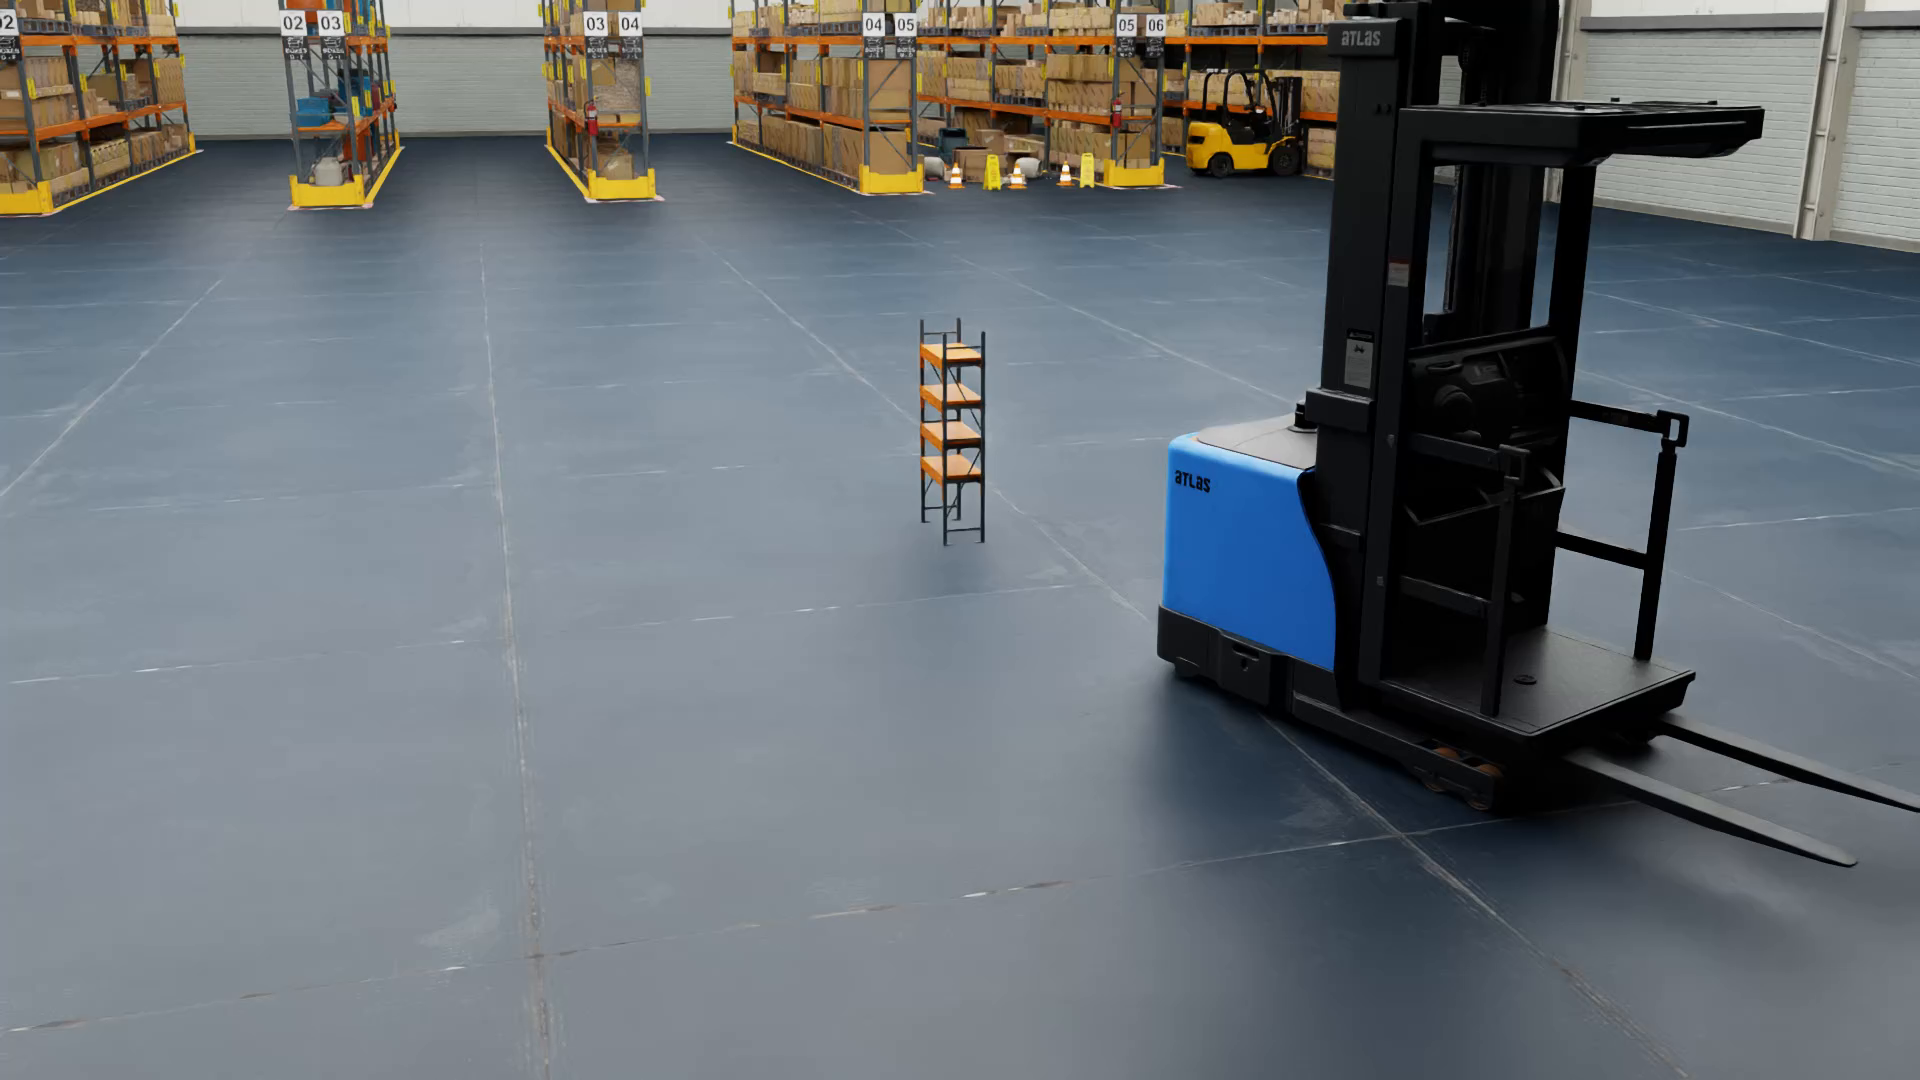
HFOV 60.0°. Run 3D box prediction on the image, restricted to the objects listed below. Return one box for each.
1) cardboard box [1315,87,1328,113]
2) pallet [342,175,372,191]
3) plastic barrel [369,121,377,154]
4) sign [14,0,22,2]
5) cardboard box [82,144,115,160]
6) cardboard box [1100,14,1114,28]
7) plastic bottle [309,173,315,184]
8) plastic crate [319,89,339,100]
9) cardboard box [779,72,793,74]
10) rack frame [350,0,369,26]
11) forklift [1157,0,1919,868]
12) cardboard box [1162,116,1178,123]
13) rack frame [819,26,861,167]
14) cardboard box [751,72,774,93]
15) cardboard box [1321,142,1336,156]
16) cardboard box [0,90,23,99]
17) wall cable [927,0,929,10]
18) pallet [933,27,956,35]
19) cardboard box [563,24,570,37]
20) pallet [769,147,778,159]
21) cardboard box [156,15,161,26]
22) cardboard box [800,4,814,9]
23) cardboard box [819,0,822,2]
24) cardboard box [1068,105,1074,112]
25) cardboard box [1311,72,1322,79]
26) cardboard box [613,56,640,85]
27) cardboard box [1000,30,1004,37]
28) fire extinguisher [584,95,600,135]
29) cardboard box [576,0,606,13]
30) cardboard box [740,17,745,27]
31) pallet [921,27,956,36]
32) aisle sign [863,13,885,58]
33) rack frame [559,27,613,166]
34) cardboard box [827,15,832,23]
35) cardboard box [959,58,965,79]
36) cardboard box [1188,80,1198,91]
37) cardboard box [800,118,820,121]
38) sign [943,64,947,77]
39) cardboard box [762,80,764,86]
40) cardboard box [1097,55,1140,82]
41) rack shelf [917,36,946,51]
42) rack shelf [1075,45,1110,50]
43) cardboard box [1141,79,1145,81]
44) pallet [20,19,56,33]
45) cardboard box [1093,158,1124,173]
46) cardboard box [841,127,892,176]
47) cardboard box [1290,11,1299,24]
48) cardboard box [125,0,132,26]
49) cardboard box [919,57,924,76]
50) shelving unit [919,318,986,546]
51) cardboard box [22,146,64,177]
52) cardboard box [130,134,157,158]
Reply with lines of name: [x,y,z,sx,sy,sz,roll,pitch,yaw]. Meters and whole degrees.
cardboard box: [7.686,-9.106,34.380,0.500,0.500,0.500,-4,17,-14]
pallet: [-11.810,-6.812,31.763,1.003,0.211,1.213,-5,17,-15]
plastic barrel: [-13.825,-9.398,38.442,0.600,0.901,0.708,-5,17,-15]
sign: [-15.083,-8.775,26.580,0.100,0.325,0.005,-5,17,-15]
cardboard box: [-17.016,-7.658,32.807,0.500,0.311,0.500,-4,17,-14]
cardboard box: [3.036,-10.033,32.168,0.500,0.250,0.500,-5,17,-16]
plastic bottle: [-11.781,-6.574,30.223,0.097,0.201,0.097,0,17,0]
plastic crate: [-12.904,-9.003,34.097,0.402,0.464,0.583,-5,17,-15]
cardboard box: [-4.296,-11.575,41.446,0.380,0.149,0.250,-4,17,-13]
rack frame: [-13.054,-12.316,34.812,1.000,3.000,0.127,-5,17,-15]
forklift: [2.170,-0.566,6.243,1.130,2.935,3.031,-12,21,-35]
cardboard box: [5.397,-10.738,42.473,0.380,0.149,0.250,-5,17,-16]
rack frame: [-2.395,-9.092,34.508,1.000,3.000,0.127,-5,17,-15]
cardboard box: [-4.998,-11.607,42.188,0.500,0.500,0.500,-5,17,-15]
cardboard box: [7.773,-8.032,34.159,0.500,0.250,0.500,-5,17,-16]
cardboard box: [-15.519,-7.324,27.318,0.380,0.149,0.250,-5,17,-16]
wall cable: [-2.072,-17.314,51.450,2.355,3.000,0.029,-5,17,-15]
pallet: [-0.077,-13.346,43.608,1.003,0.211,1.213,-5,17,-15]
cardboard box: [-8.116,-10.766,35.125,0.500,0.250,0.500,-4,17,-14]
pallet: [-4.040,-9.417,40.434,1.003,0.211,1.213,-5,17,-15]
cardboard box: [-19.077,-12.195,39.013,0.500,0.250,0.500,-5,17,-15]
cardboard box: [-3.482,-12.326,38.555,0.396,0.266,0.258,-5,17,-15]
cardboard box: [-2.622,-10.912,33.498,0.380,0.149,0.250,-5,17,-15]
cardboard box: [2.457,-8.924,34.385,0.380,0.149,0.250,-5,17,-15]
cardboard box: [7.535,-9.656,34.566,0.380,0.149,0.250,-4,17,-14]
cardboard box: [-5.982,-8.465,29.989,0.500,0.500,0.500,-5,17,-15]
cardboard box: [1.160,-11.834,38.857,0.380,0.149,0.250,-5,17,-15]
fire extinguisher: [-6.504,-7.517,29.396,0.296,0.674,0.183,-5,17,-15]
cardboard box: [-6.762,-9.897,30.412,0.500,0.500,0.500,-5,17,-15]
cardboard box: [-5.410,-13.449,43.189,0.500,0.250,0.500,-5,18,-17]
pallet: [-0.409,-13.683,44.729,1.003,0.211,1.213,-5,17,-15]
aisle sign: [-1.565,-9.188,30.306,0.394,0.787,0.004,-5,17,-15]
rack frame: [-8.291,-9.835,36.979,1.000,3.000,0.127,-5,17,-15]
cardboard box: [-2.413,-10.320,32.914,0.380,0.149,0.250,-5,17,-16]
cardboard box: [0.284,-11.829,41.708,0.500,0.500,0.500,-5,17,-17]
cardboard box: [5.872,-11.035,40.367,0.500,0.250,0.500,-5,17,-15]
cardboard box: [-3.451,-9.772,39.081,0.500,0.250,0.500,-6,18,-18]
sign: [-0.395,-12.133,42.987,0.100,0.325,0.005,-5,17,-15]
cardboard box: [-4.562,-11.021,40.117,0.380,0.149,0.250,-5,17,-16]
cardboard box: [3.085,-9.199,32.432,0.700,0.500,0.500,-5,17,-17]
rack shelf: [-0.412,-13.370,44.784,1.077,0.370,4.000,-5,17,-15]
rack shelf: [4.360,-13.763,46.094,1.077,0.370,4.000,-5,17,-15]
cardboard box: [4.922,-11.840,43.159,0.396,0.266,0.258,-4,17,-13]
pallet: [-16.127,-8.770,28.373,1.003,0.211,1.213,-5,17,-15]
cardboard box: [2.948,-7.499,33.251,0.500,0.250,0.500,-5,17,-16]
cardboard box: [-1.790,-7.595,32.486,0.875,0.875,0.875,-5,17,-16]
cardboard box: [7.224,-11.092,35.280,0.396,0.266,0.258,-5,17,-17]
cardboard box: [-18.849,-11.747,37.054,0.600,0.600,0.600,-6,18,-20]
cardboard box: [-0.806,-12.918,45.333,0.500,0.500,0.500,-5,17,-16]
shelving unit: [-0.045,-0.620,9.432,0.258,1.200,0.503,-5,17,-15]
cardboard box: [-15.841,-6.524,28.705,0.500,0.500,0.500,-5,17,-15]
cardboard box: [-18.240,-8.783,37.056,0.500,0.500,0.500,-4,17,-15]
